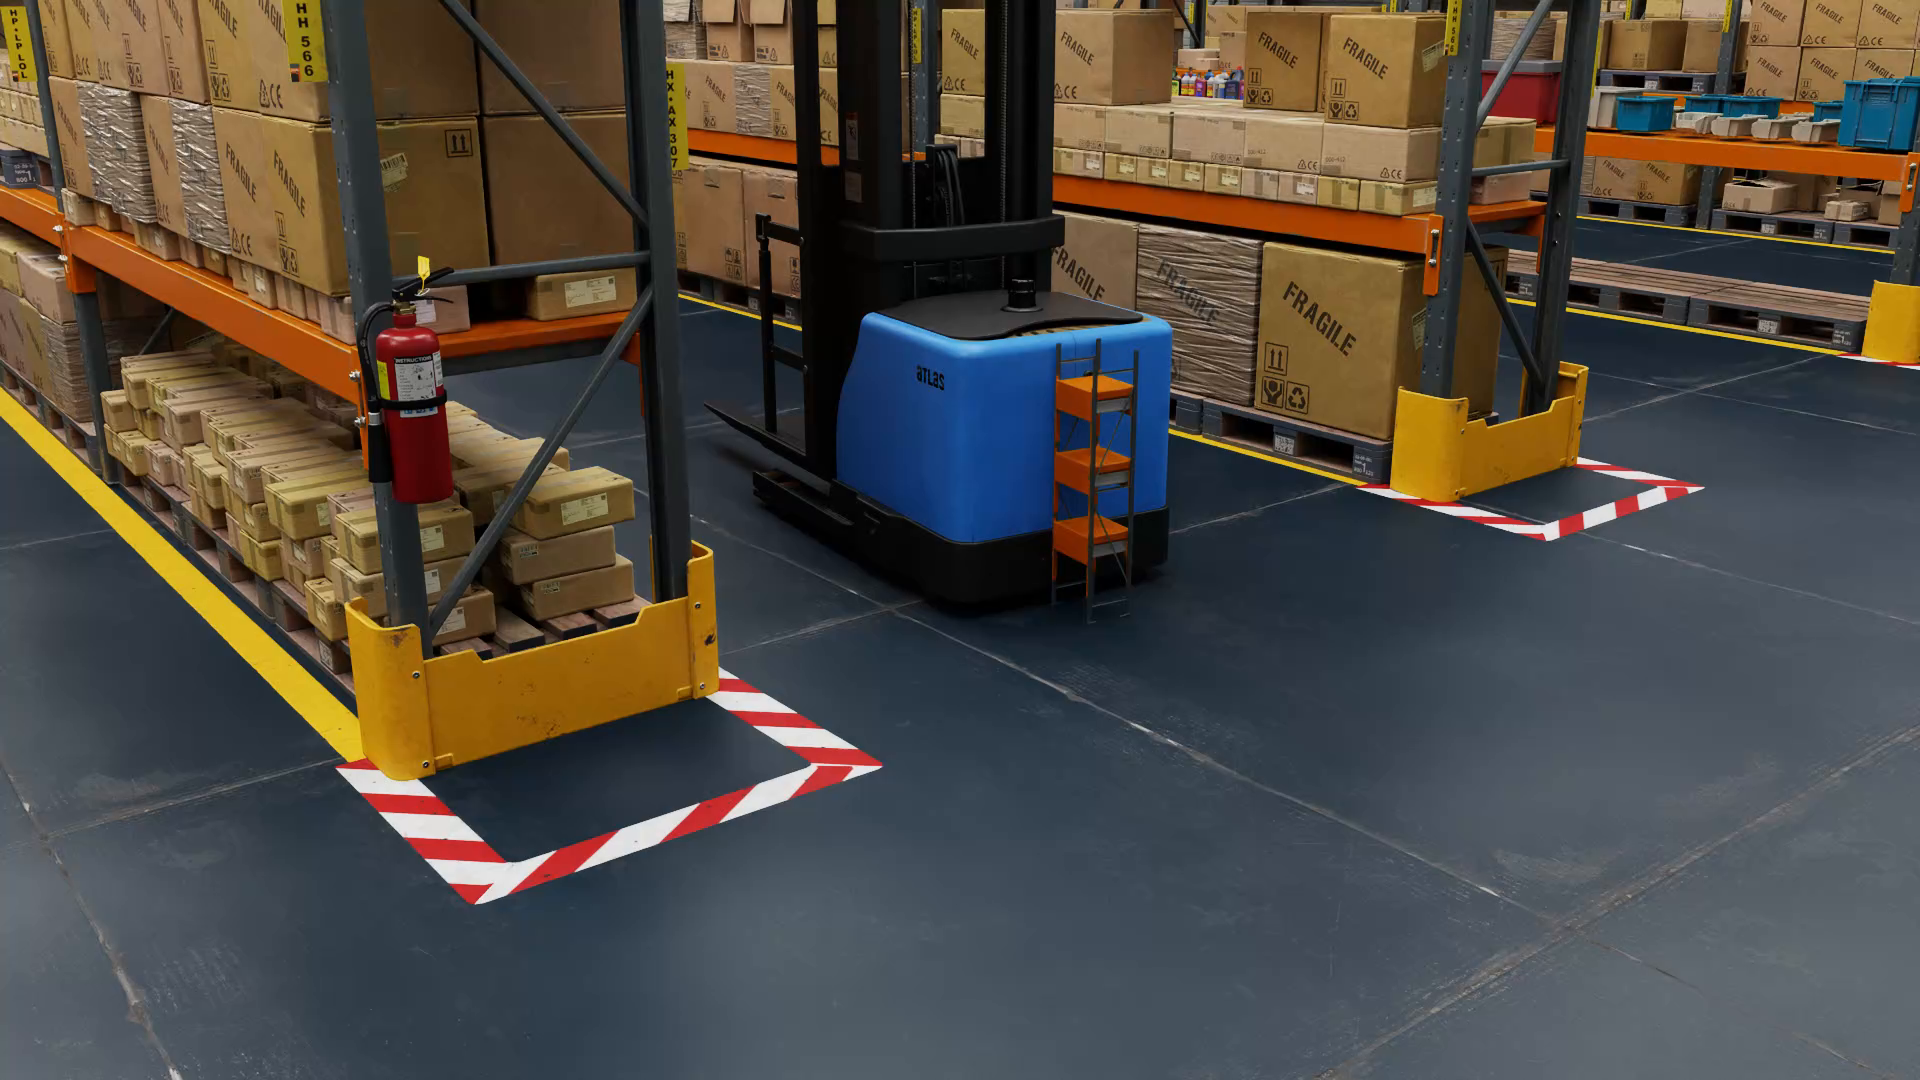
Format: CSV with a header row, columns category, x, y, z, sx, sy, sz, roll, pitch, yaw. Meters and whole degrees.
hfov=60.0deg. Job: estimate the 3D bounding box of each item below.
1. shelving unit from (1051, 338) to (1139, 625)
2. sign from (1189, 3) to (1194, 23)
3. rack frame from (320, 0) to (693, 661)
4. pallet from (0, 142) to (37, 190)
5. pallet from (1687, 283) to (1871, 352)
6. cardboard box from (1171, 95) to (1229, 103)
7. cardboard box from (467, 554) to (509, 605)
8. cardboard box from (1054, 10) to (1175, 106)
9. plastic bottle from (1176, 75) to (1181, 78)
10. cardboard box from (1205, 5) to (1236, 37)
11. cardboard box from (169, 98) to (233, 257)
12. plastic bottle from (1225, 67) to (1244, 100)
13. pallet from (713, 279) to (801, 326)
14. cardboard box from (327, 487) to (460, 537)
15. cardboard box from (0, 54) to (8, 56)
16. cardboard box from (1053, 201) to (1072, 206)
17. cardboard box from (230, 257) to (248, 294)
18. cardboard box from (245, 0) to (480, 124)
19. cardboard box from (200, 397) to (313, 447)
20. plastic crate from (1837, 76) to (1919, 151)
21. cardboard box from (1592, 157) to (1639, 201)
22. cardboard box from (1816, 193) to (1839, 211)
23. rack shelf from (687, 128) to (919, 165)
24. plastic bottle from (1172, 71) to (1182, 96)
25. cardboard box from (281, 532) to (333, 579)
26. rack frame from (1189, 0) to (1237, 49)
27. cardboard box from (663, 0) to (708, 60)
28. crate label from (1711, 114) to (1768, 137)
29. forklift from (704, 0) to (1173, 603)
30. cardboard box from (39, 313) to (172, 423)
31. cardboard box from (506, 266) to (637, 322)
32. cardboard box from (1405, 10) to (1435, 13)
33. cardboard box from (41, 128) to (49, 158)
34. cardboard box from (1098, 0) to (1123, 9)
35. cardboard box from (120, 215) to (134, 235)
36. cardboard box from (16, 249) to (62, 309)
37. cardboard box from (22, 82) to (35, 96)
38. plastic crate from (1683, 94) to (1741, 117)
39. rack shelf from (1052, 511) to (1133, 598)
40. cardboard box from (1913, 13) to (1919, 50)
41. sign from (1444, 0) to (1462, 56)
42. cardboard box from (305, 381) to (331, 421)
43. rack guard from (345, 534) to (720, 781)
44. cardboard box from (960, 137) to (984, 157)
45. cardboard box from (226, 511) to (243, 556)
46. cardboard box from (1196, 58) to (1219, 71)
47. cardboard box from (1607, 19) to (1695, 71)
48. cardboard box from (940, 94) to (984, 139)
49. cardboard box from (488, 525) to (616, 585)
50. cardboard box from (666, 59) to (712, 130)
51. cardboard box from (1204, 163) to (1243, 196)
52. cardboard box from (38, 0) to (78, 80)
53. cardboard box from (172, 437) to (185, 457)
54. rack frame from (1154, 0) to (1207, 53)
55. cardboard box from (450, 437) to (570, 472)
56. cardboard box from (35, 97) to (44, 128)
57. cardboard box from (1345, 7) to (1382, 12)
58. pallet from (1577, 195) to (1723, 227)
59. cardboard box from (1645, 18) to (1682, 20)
category,x,y,z,sx,sy,sz,roll,pitch,yaw
shelving unit,0.512,-0.223,6.366,0.215,1.050,0.252,-10,21,-29
sign,3.911,-8.902,28.096,0.100,0.325,0.005,-14,23,-36
rack frame,-1.329,-0.811,5.039,1.000,3.000,0.127,-14,23,-36
pallet,-5.035,-2.211,9.573,1.003,0.211,1.213,-14,23,-36
pallet,6.023,-1.607,11.881,1.003,0.211,1.213,-14,23,-36
cardboard box,1.258,-2.499,9.903,0.500,0.250,0.500,-13,23,-35
cardboard box,-1.630,0.103,6.146,0.380,0.149,0.250,-14,23,-36
cardboard box,0.861,-2.747,9.460,0.500,0.500,0.500,-15,23,-38
plastic bottle,2.180,-4.549,16.645,0.097,0.201,0.097,0,18,0
cardboard box,4.397,-8.715,27.922,0.500,0.500,0.500,-14,23,-36
cardboard box,-2.448,-1.311,5.917,0.500,0.500,0.500,-14,23,-36
plastic bottle,2.510,-4.117,15.102,0.144,0.351,0.185,-14,23,-36
pallet,-1.162,-1.892,12.740,1.003,0.211,1.213,-14,23,-36
cardboard box,-1.968,-0.093,5.793,0.380,0.149,0.250,-13,23,-35
cardboard box,-5.510,-2.734,9.633,0.380,0.149,0.250,-13,22,-34
cardboard box,0.485,-1.752,10.593,0.875,0.875,0.875,-14,23,-36
cardboard box,-2.363,-0.973,5.929,0.380,0.149,0.250,-15,24,-38
cardboard box,-1.808,-1.538,5.013,0.500,0.500,0.500,-15,23,-37
cardboard box,-2.933,-0.478,6.954,0.380,0.149,0.250,-15,24,-38
plastic crate,6.150,-2.812,10.930,0.616,0.435,0.499,-14,23,-36
cardboard box,7.075,-3.883,17.595,0.500,0.500,0.500,-14,23,-36
cardboard box,8.762,-3.362,16.578,0.380,0.149,0.250,-14,23,-36
rack shelf,-1.104,-2.891,12.465,1.077,0.370,4.000,-14,23,-36
plastic bottle,2.030,-4.254,15.623,0.061,0.283,0.133,-14,23,-36
cardboard box,-2.205,0.000,5.984,0.380,0.149,0.250,-15,24,-38
rack frame,4.336,-8.597,28.552,1.000,3.000,0.127,-14,23,-36
cardboard box,-1.904,-4.065,13.113,0.797,0.503,0.637,-13,22,-34
crate label,5.495,-2.927,11.756,0.396,0.136,0.243,-14,23,-36
forklift,-0.318,-1.562,7.418,1.130,2.935,3.031,-10,21,-29
cardboard box,-4.470,-0.942,8.745,0.500,0.500,0.500,-15,23,-37
cardboard box,-1.273,-0.835,5.513,0.380,0.149,0.250,-14,23,-37
cardboard box,7.109,-7.735,25.092,0.700,0.500,0.500,-14,23,-36
cardboard box,-4.376,-1.999,8.361,0.380,0.149,0.250,-14,23,-36
cardboard box,2.344,-7.539,23.135,0.700,0.500,0.500,-14,23,-36
cardboard box,-3.468,-1.439,7.335,0.380,0.149,0.250,-15,24,-38
cardboard box,-4.782,-1.428,9.020,0.500,0.250,0.500,-13,22,-34
cardboard box,-4.541,-2.350,8.472,0.380,0.149,0.250,-15,23,-38
plastic crate,5.605,-3.193,12.404,0.416,0.233,0.300,-14,23,-36
rack shelf,0.512,0.051,6.456,0.215,0.259,0.240,-10,21,-29
cardboard box,8.939,-4.642,14.860,0.500,0.500,0.500,-13,22,-34
sign,2.188,-2.313,7.358,0.100,0.325,0.005,-14,23,-36
cardboard box,-2.697,-0.645,7.459,0.380,0.149,0.250,-15,24,-39
rack guard,-1.376,0.357,5.488,1.175,0.500,0.348,-14,23,-36
cardboard box,0.224,-2.418,10.292,0.380,0.149,0.250,-15,23,-38
cardboard box,-2.680,-0.051,6.613,0.380,0.149,0.250,-13,23,-35
cardboard box,3.329,-6.266,21.913,0.380,0.149,0.250,-14,23,-36
cardboard box,7.311,-5.236,17.577,0.700,0.500,0.500,-10,21,-28
cardboard box,0.224,-2.643,10.336,0.500,0.250,0.500,-14,23,-37
cardboard box,-1.453,0.023,5.915,0.380,0.149,0.250,-13,22,-34
cardboard box,-1.935,-3.473,12.920,0.500,0.500,0.500,-15,23,-38
cardboard box,1.507,-1.909,8.757,0.380,0.149,0.250,-15,23,-37
cardboard box,-3.724,-2.301,7.316,0.500,0.500,0.500,-13,23,-35
cardboard box,-3.266,-0.467,7.394,0.380,0.149,0.250,-15,24,-39
rack frame,2.939,-6.643,22.653,1.000,3.000,0.127,-14,23,-36
cardboard box,-1.710,-0.266,6.315,0.380,0.149,0.250,-14,23,-36
cardboard box,-4.379,-2.142,8.317,0.380,0.149,0.250,-14,23,-36
cardboard box,6.284,-7.961,25.648,0.500,0.500,0.500,-14,23,-36
pallet,7.371,-3.541,17.721,1.003,0.211,1.213,-14,23,-36
cardboard box,9.404,-6.654,22.021,0.500,0.500,0.500,-13,22,-35
